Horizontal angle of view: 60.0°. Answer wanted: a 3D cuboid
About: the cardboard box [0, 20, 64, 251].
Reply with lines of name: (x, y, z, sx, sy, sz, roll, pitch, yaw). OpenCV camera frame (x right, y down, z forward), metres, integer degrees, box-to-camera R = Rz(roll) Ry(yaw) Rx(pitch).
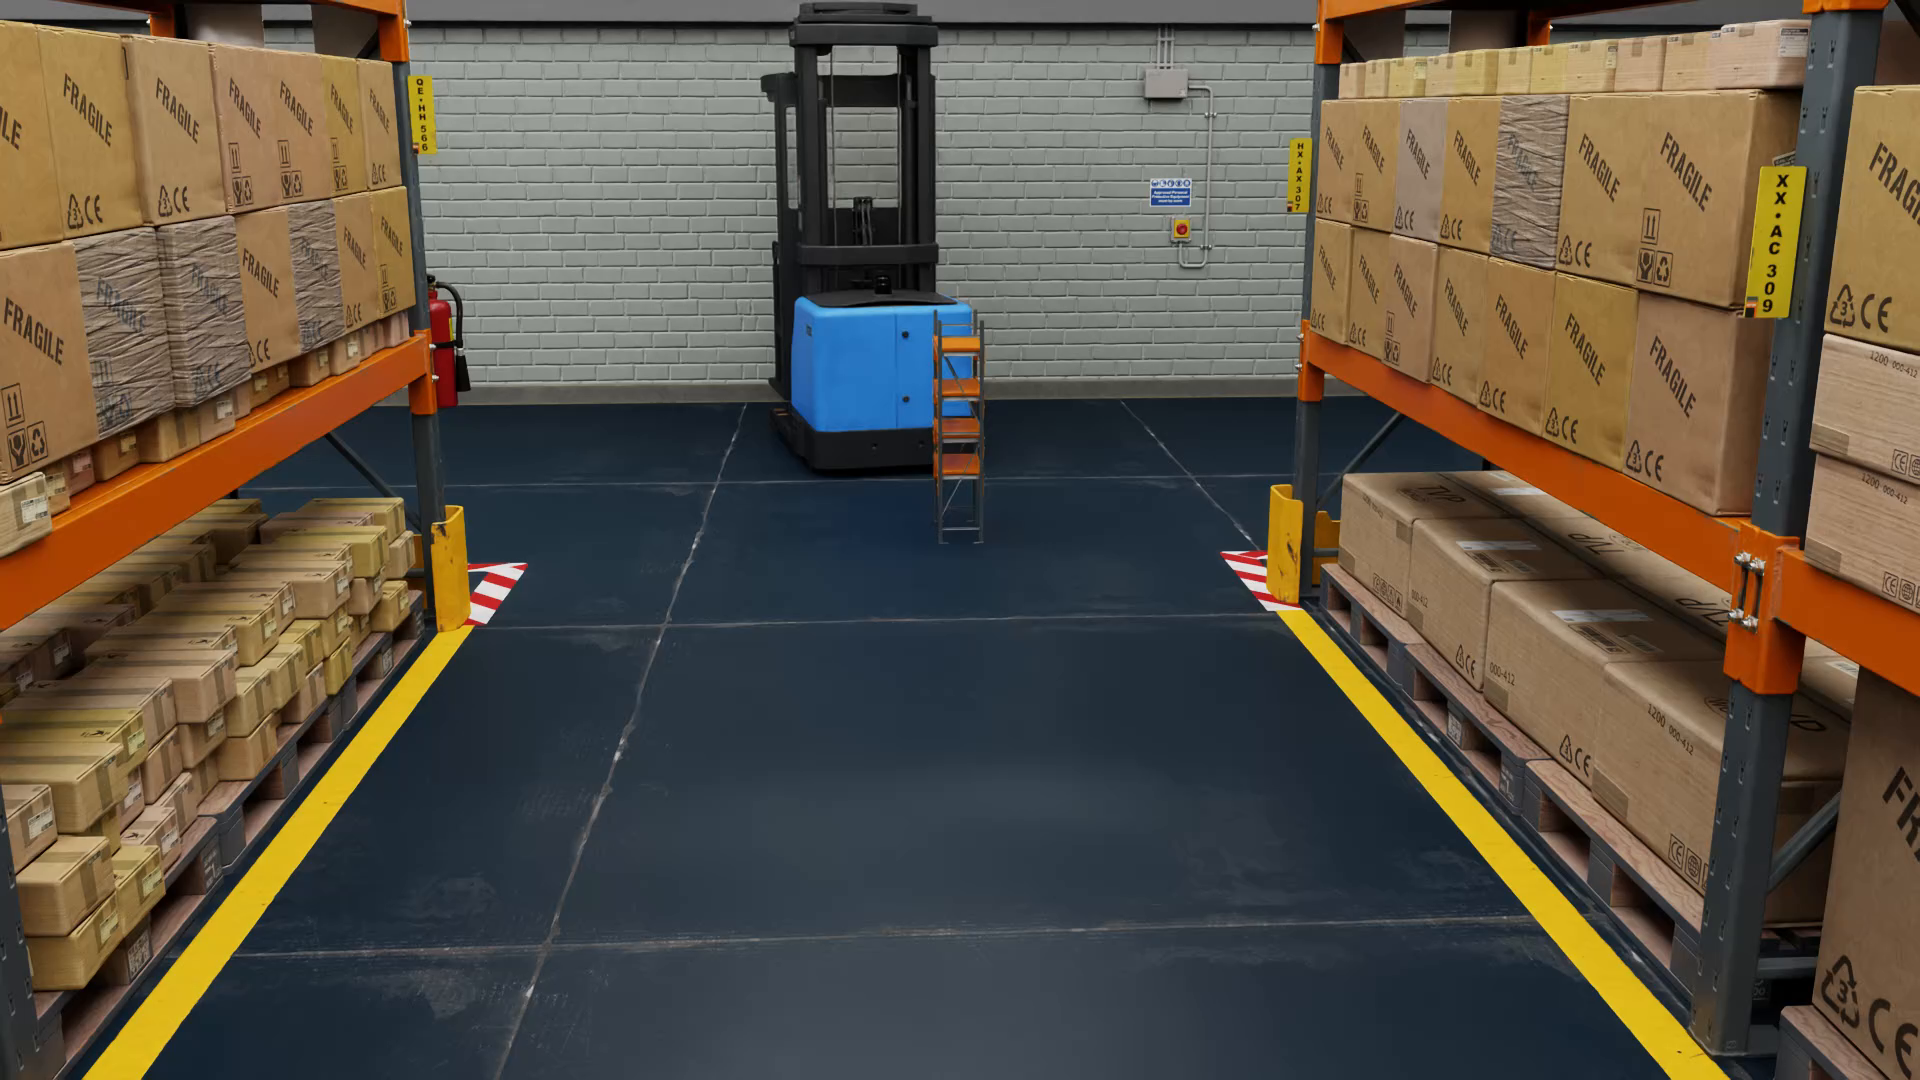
cardboard box: (-2.384, -0.892, 3.671, 0.500, 0.500, 0.500, -1, 14, -2)

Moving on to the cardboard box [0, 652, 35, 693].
cardboard box: (-3.006, 0.449, 4.948, 0.380, 0.149, 0.250, -2, 15, -6)

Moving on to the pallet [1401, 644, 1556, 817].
pallet: (2.288, 0.655, 6.058, 1.003, 0.211, 1.213, -1, 14, -3)

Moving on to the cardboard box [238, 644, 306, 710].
cardboard box: (-2.408, 0.455, 5.518, 0.380, 0.149, 0.250, -1, 14, -3)

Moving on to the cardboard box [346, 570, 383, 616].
cardboard box: (-2.495, 0.195, 6.531, 0.380, 0.149, 0.250, -1, 15, -6)

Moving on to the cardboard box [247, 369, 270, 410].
cardboard box: (-2.520, -0.509, 5.488, 0.380, 0.149, 0.250, -1, 14, -2)

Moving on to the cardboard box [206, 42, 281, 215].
cardboard box: (-2.462, -1.275, 5.156, 0.500, 0.500, 0.500, -1, 14, -5)

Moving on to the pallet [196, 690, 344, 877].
pallet: (-2.754, 0.780, 5.571, 1.003, 0.211, 1.213, -1, 14, -3)

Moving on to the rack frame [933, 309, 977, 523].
rack frame: (-0.025, -0.683, 9.273, 0.240, 1.200, 0.015, -1, 14, -3)

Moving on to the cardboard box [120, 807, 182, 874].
cardboard box: (-2.384, 0.855, 4.563, 0.380, 0.149, 0.250, -1, 14, -4)

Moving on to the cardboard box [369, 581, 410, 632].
cardboard box: (-2.489, 0.273, 6.825, 0.380, 0.149, 0.250, 0, 14, -2)

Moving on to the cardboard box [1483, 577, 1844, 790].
cardboard box: (2.348, 0.456, 5.534, 0.875, 0.438, 0.875, -1, 14, -5)

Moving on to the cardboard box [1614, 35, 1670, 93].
cardboard box: (2.051, -1.312, 4.596, 0.380, 0.149, 0.250, -1, 14, -4)

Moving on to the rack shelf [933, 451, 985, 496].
rack shelf: (-0.010, -0.365, 9.103, 0.258, 0.148, 0.480, -1, 14, -3)

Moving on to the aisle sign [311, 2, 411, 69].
aisle sign: (-2.552, -2.376, 7.025, 0.394, 0.787, 0.004, -1, 14, -3)

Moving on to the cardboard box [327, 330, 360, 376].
cardboard box: (-2.497, -0.708, 6.264, 0.380, 0.149, 0.250, 0, 14, -2)

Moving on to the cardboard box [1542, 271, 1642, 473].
cardboard box: (2.014, -0.489, 4.706, 0.500, 0.500, 0.500, -1, 14, -5)

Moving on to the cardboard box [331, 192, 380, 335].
cardboard box: (-2.535, -1.051, 6.294, 0.500, 0.500, 0.500, -1, 14, -4)

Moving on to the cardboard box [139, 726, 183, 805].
cardboard box: (-2.472, 0.650, 4.763, 0.380, 0.149, 0.250, -2, 15, -6)

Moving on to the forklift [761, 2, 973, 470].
forklift: (-0.766, -2.184, 11.633, 1.130, 2.935, 3.031, -4, 15, -14)

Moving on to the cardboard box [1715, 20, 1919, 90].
cardboard box: (1.999, -1.120, 3.850, 0.380, 0.149, 0.250, -1, 14, -5)

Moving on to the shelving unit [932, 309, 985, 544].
shelving unit: (-0.010, -0.622, 9.037, 0.258, 1.200, 0.503, -1, 14, -3)

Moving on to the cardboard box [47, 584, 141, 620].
cardboard box: (-3.052, 0.257, 5.692, 0.380, 0.149, 0.250, -1, 14, -3)

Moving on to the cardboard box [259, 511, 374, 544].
cardboard box: (-2.603, -0.014, 6.747, 0.380, 0.149, 0.250, -1, 14, -2)

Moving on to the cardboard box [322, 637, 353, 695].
cardboard box: (-2.452, 0.464, 6.084, 0.380, 0.149, 0.250, -2, 15, -6)

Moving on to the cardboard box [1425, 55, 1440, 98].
cardboard box: (1.925, -1.690, 6.066, 0.380, 0.149, 0.250, -1, 14, -3)

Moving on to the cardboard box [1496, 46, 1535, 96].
cardboard box: (1.952, -1.500, 5.326, 0.380, 0.149, 0.250, -1, 14, -3)

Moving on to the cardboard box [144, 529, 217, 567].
cardboard box: (-3.128, 0.062, 6.452, 0.380, 0.149, 0.250, -1, 14, -4)

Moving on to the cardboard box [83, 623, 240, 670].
cardboard box: (-2.509, 0.373, 5.240, 0.380, 0.149, 0.250, -1, 15, -6)

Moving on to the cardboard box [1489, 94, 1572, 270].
cardboard box: (1.966, -1.100, 5.074, 0.500, 0.500, 0.500, -1, 14, -3)

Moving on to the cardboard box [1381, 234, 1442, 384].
cardboard box: (1.903, -0.869, 6.182, 0.500, 0.500, 0.500, -1, 14, -4)

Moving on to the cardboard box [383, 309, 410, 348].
cardboard box: (-2.544, -0.896, 6.994, 0.380, 0.149, 0.250, -1, 14, -3)

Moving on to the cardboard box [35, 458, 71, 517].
cardboard box: (-2.380, -0.117, 3.964, 0.380, 0.149, 0.250, 0, 14, -2)

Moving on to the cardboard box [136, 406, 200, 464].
cardboard box: (-2.410, -0.314, 4.730, 0.380, 0.149, 0.250, -1, 14, -2)

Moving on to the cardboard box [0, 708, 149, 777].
cardboard box: (-2.436, 0.569, 4.480, 0.380, 0.149, 0.250, -1, 14, -4)

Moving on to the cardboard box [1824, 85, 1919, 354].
cardboard box: (2.076, -0.620, 3.209, 0.500, 0.500, 0.500, -1, 14, -3)

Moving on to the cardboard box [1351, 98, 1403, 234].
cardboard box: (1.872, -1.477, 6.538, 0.500, 0.500, 0.500, -1, 14, -5)

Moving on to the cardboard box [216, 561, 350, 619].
cardboard box: (-2.435, 0.180, 5.993, 0.380, 0.149, 0.250, 0, 14, -1)

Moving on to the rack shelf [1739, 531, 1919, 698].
rack shelf: (2.459, 0.645, 1.945, 1.077, 0.370, 4.000, -1, 14, -3)

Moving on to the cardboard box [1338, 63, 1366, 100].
cardboard box: (1.833, -1.950, 7.078, 0.380, 0.149, 0.250, -1, 14, -2)

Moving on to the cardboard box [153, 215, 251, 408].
cardboard box: (-2.411, -0.668, 4.805, 0.500, 0.500, 0.500, -1, 14, -5)

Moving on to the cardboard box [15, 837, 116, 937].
cardboard box: (-2.302, 0.838, 4.030, 0.380, 0.149, 0.250, 0, 14, -1)

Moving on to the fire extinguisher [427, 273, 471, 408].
fire extinguisher: (-2.402, -0.946, 7.588, 0.296, 0.674, 0.183, -1, 14, -3)

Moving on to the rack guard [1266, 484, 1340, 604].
rack guard: (2.086, 0.009, 7.990, 1.175, 0.500, 0.348, -1, 14, -3)

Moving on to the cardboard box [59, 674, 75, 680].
cardboard box: (-2.948, 0.533, 5.218, 0.380, 0.149, 0.250, -2, 15, -6)

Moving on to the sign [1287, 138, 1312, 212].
sign: (1.533, -1.647, 7.510, 0.100, 0.325, 0.005, -1, 14, -3)

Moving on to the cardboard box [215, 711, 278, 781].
cardboard box: (-2.422, 0.660, 5.320, 0.380, 0.149, 0.250, -1, 14, -5)

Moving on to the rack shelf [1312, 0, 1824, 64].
rack shelf: (2.212, -1.803, 5.438, 1.077, 0.370, 4.000, -1, 14, -3)

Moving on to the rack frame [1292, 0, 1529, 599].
rack frame: (2.088, -1.196, 7.655, 1.000, 3.000, 0.127, -1, 14, -3)

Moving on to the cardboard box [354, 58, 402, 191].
cardboard box: (-2.570, -1.661, 6.659, 0.500, 0.500, 0.500, -1, 14, -5)
